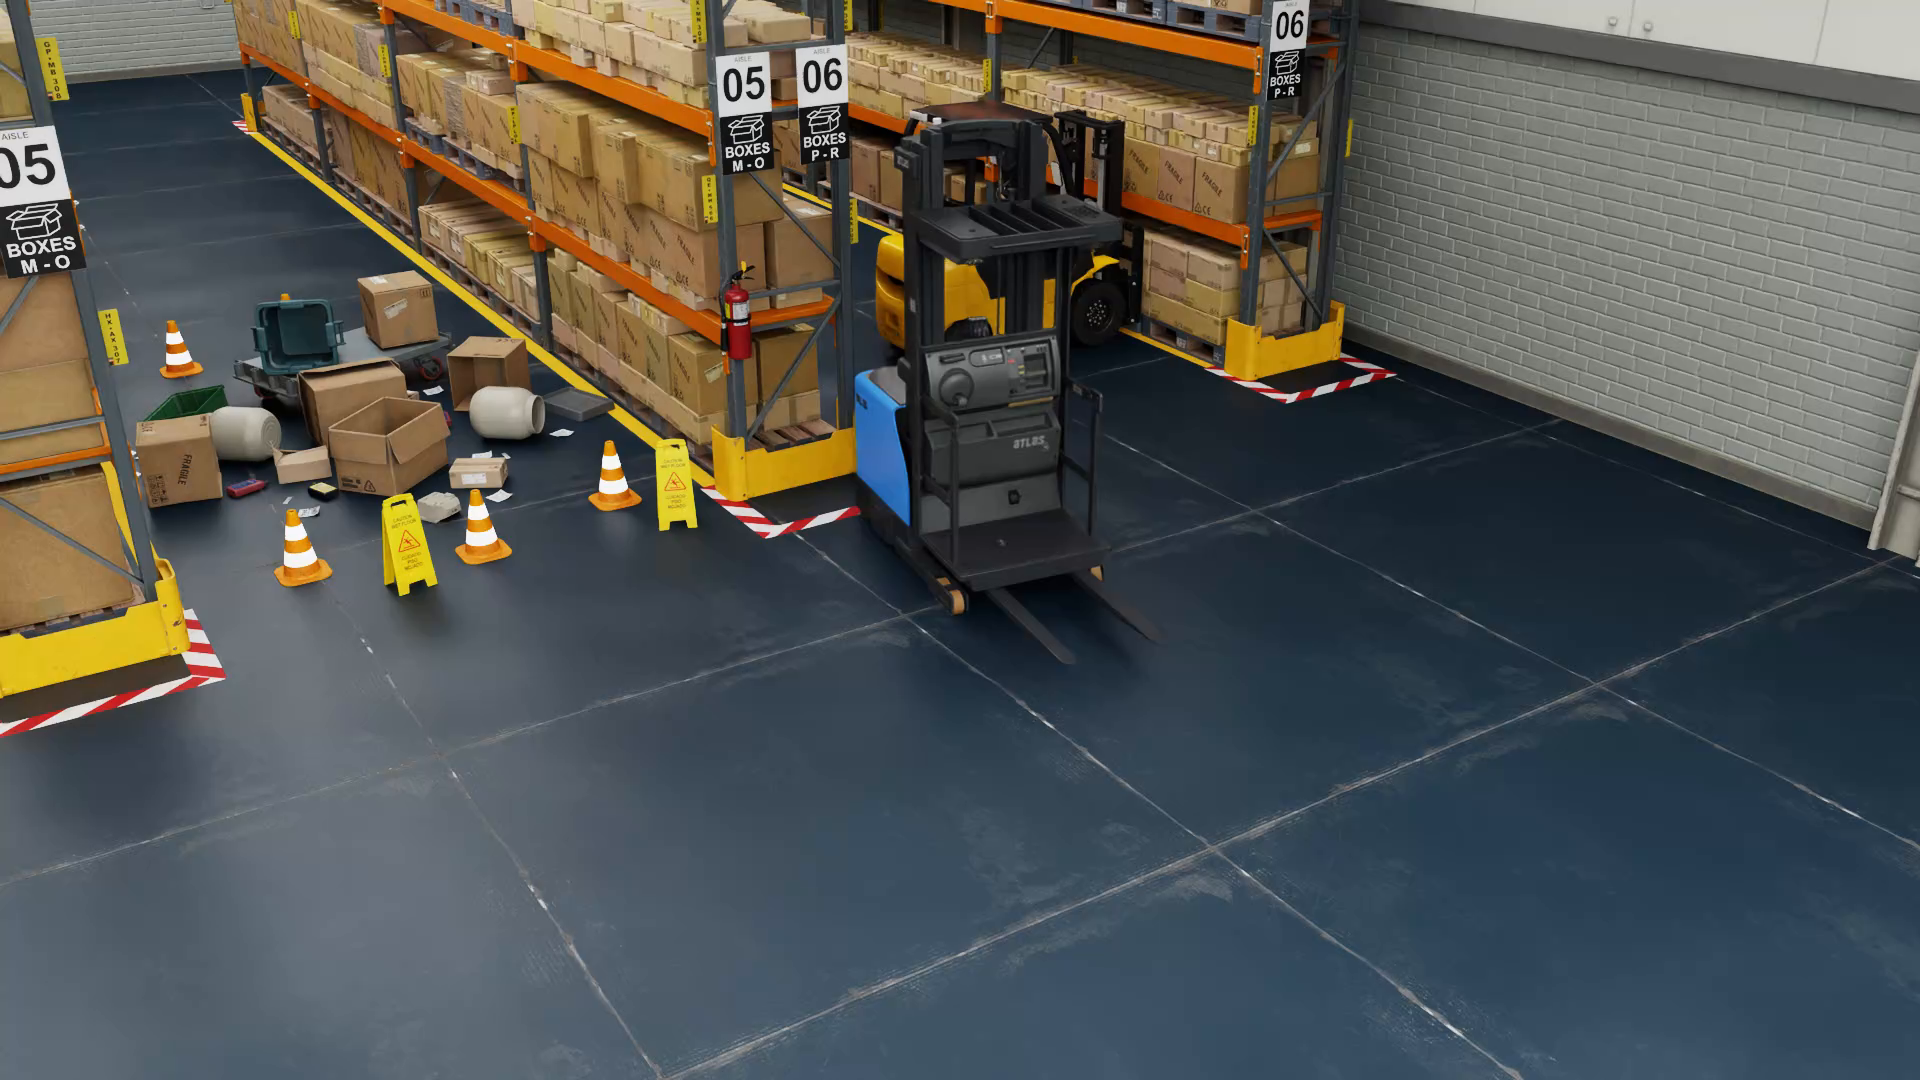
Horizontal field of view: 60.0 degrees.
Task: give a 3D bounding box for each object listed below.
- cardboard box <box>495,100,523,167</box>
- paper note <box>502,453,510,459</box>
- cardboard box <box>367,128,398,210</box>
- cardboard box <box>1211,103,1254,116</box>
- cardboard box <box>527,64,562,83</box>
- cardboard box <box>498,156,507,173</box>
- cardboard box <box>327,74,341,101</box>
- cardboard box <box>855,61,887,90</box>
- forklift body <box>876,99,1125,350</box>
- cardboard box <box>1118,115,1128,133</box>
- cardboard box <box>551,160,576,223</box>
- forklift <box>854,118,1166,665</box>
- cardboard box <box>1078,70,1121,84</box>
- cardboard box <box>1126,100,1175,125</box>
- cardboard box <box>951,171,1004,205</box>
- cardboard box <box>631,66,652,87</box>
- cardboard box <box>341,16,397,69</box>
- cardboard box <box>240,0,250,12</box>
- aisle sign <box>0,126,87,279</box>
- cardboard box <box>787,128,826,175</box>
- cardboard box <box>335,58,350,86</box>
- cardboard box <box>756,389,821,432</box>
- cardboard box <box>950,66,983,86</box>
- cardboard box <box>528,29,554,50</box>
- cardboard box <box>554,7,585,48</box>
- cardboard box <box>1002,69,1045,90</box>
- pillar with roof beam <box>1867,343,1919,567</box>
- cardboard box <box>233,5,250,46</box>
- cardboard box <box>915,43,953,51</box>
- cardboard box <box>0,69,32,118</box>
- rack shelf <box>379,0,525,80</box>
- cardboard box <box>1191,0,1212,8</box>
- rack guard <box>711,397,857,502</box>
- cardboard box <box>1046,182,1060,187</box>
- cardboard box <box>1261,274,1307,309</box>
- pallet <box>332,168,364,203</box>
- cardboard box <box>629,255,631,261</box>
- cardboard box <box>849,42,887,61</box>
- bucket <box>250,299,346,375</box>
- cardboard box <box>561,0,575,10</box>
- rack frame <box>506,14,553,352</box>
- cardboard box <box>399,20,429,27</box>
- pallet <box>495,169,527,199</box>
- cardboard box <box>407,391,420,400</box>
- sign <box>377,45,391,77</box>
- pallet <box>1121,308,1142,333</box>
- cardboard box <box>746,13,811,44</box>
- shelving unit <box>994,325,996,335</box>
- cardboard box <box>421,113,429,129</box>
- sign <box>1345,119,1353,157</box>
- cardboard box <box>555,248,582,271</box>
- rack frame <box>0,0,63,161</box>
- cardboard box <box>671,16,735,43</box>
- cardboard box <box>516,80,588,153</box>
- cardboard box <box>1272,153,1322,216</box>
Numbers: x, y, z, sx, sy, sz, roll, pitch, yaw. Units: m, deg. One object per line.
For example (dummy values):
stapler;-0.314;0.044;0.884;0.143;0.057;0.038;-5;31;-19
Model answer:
cardboard box;-3.871;-3.712;15.103;0.500;0.500;0.500;-16;30;-31
paper note;-3.579;-0.664;13.107;0.032;0.001;0.123;-16;29;-30
cardboard box;-6.401;-4.476;19.678;0.875;0.875;0.875;-15;29;-29
cardboard box;2.516;-3.885;15.203;0.380;0.149;0.250;-15;29;-29
cardboard box;-4.067;-4.508;16.031;0.380;0.149;0.250;-14;29;-27
cardboard box;-4.068;-3.525;15.467;0.380;0.149;0.250;-17;30;-31
cardboard box;-7.225;-5.433;19.883;0.500;0.250;0.500;-16;30;-30
cardboard box;-0.873;-5.391;19.208;0.500;0.250;0.500;-16;30;-31
forklift body;0.350;-2.827;15.181;2.313;2.155;1.214;-16;29;-30
cardboard box;1.708;-3.918;15.622;0.380;0.149;0.250;-16;30;-30
cardboard box;-3.127;-3.013;14.117;0.500;0.500;0.500;-16;29;-30
forklift;0.305;-1.050;10.504;1.130;2.935;3.031;-11;27;-22
cardboard box;1.415;-4.627;16.774;0.380;0.149;0.250;-16;30;-30
cardboard box;1.761;-3.943;15.325;0.380;0.149;0.250;-15;29;-29
cardboard box;0.436;-3.688;18.302;0.875;0.625;0.625;-14;29;-27
cardboard box;-2.211;-3.473;12.337;0.380;0.149;0.250;-16;30;-30
cardboard box;-6.664;-5.643;18.864;0.500;0.500;0.500;-16;29;-30
cardboard box;-9.666;-7.598;23.006;0.500;0.500;0.500;-16;30;-31
aisle sign;-5.045;-1.830;9.030;0.394;0.787;0.004;-16;29;-30
cardboard box;-1.865;-4.980;21.183;0.500;0.500;0.500;-15;29;-28
cardboard box;-6.951;-5.480;19.397;0.500;0.250;0.500;-17;30;-31
cardboard box;-1.452;-1.099;13.256;0.500;0.250;0.500;-16;30;-30
cardboard box;0.112;-4.985;17.882;0.380;0.149;0.250;-16;29;-30
cardboard box;-3.368;-4.197;13.870;0.380;0.149;0.250;-16;29;-30
cardboard box;-2.864;-4.068;13.129;0.500;0.250;0.500;-15;29;-29
cardboard box;0.655;-4.678;16.883;0.380;0.149;0.250;-15;29;-29
pillar with roof beam;2.957;-2.980;7.484;9.100;9.000;0.400;-16;29;-30
cardboard box;-9.956;-7.329;23.607;0.500;0.500;0.500;-16;30;-30
cardboard box;-0.304;-5.661;19.313;0.380;0.149;0.250;-16;30;-30
cardboard box;-5.384;-2.500;9.200;0.500;0.250;0.500;-16;29;-30
rack shelf;-4.519;-4.977;16.070;1.077;0.370;4.000;-16;29;-30
cardboard box;2.207;-4.661;14.244;0.380;0.149;0.250;-16;30;-31
rack guard;-1.285;-0.696;12.602;1.175;0.500;0.348;-16;29;-30
cardboard box;1.161;-3.656;17.501;0.500;0.250;0.500;-15;29;-29
cardboard box;2.831;-2.347;15.313;0.500;0.250;0.500;-15;29;-29
pallet;-7.310;-4.572;21.150;1.003;0.211;1.213;-16;29;-30
cardboard box;-2.445;-2.321;13.410;0.380;0.149;0.250;-16;29;-30
cardboard box;-1.065;-5.703;19.403;0.380;0.149;0.250;-15;29;-29
bucket;-5.513;-1.736;13.930;0.726;0.611;0.620;-6;16;-12
cardboard box;-2.927;-4.285;13.122;0.380;0.149;0.250;-17;30;-31
rack frame;-3.427;-3.230;15.041;1.000;3.000;0.127;-16;29;-30
cardboard box;-5.954;-5.567;18.703;0.500;0.500;0.500;-15;29;-29
pallet;-3.722;-3.451;15.733;1.003;0.211;1.213;-16;29;-30
cardboard box;-4.780;-1.202;13.948;0.396;0.266;0.258;7;26;15
sign;-6.074;-5.054;17.548;0.100;0.325;0.005;-16;29;-30
pallet;1.799;-2.396;16.541;1.003;0.211;1.213;-16;29;-30
cardboard box;-1.266;-3.578;11.624;0.380;0.149;0.250;-16;30;-30
shelving unit;0.437;-0.954;12.320;0.503;1.200;0.258;12;29;24
cardboard box;-5.352;-4.360;17.237;0.380;0.149;0.250;-18;31;-33
sign;3.382;-3.512;14.532;0.100;0.325;0.005;-16;29;-30
cardboard box;-3.313;-2.476;14.535;0.380;0.149;0.250;-15;29;-29
rack frame;-5.336;-3.323;8.210;1.000;3.000;0.127;-16;29;-30
cardboard box;-1.784;-3.556;11.579;0.380;0.149;0.250;-15;29;-29
cardboard box;-3.368;-3.654;14.303;0.700;0.500;0.500;-16;30;-30
cardboard box;2.876;-3.245;14.955;0.500;0.500;0.500;-14;29;-28
